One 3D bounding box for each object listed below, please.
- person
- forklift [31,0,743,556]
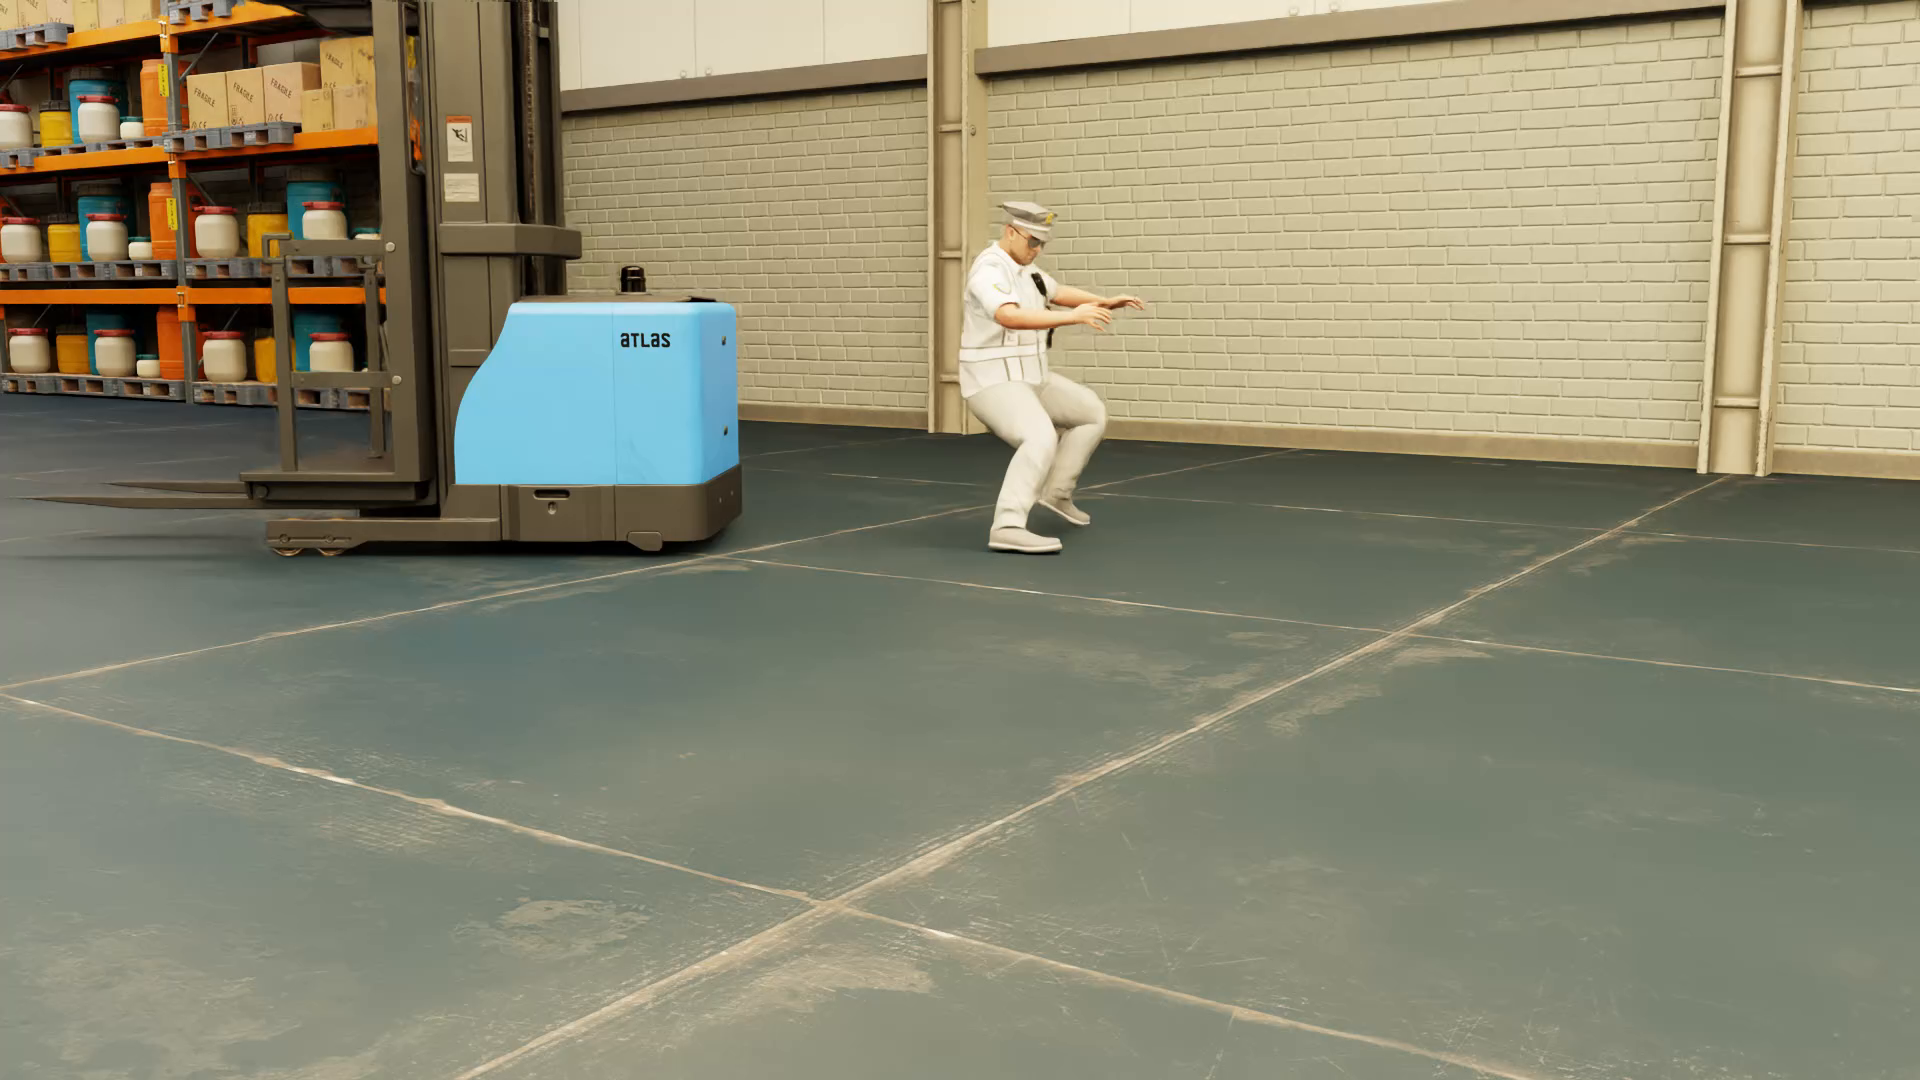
[{"bbox_3d":[0.386,-0.764,7.582,0.772,1.526,1.044,4,9,27],"label":"person"},{"bbox_3d":[-2.575,-1.455,7.424,3.031,2.935,1.130,0,8,2],"label":"forklift"}]
